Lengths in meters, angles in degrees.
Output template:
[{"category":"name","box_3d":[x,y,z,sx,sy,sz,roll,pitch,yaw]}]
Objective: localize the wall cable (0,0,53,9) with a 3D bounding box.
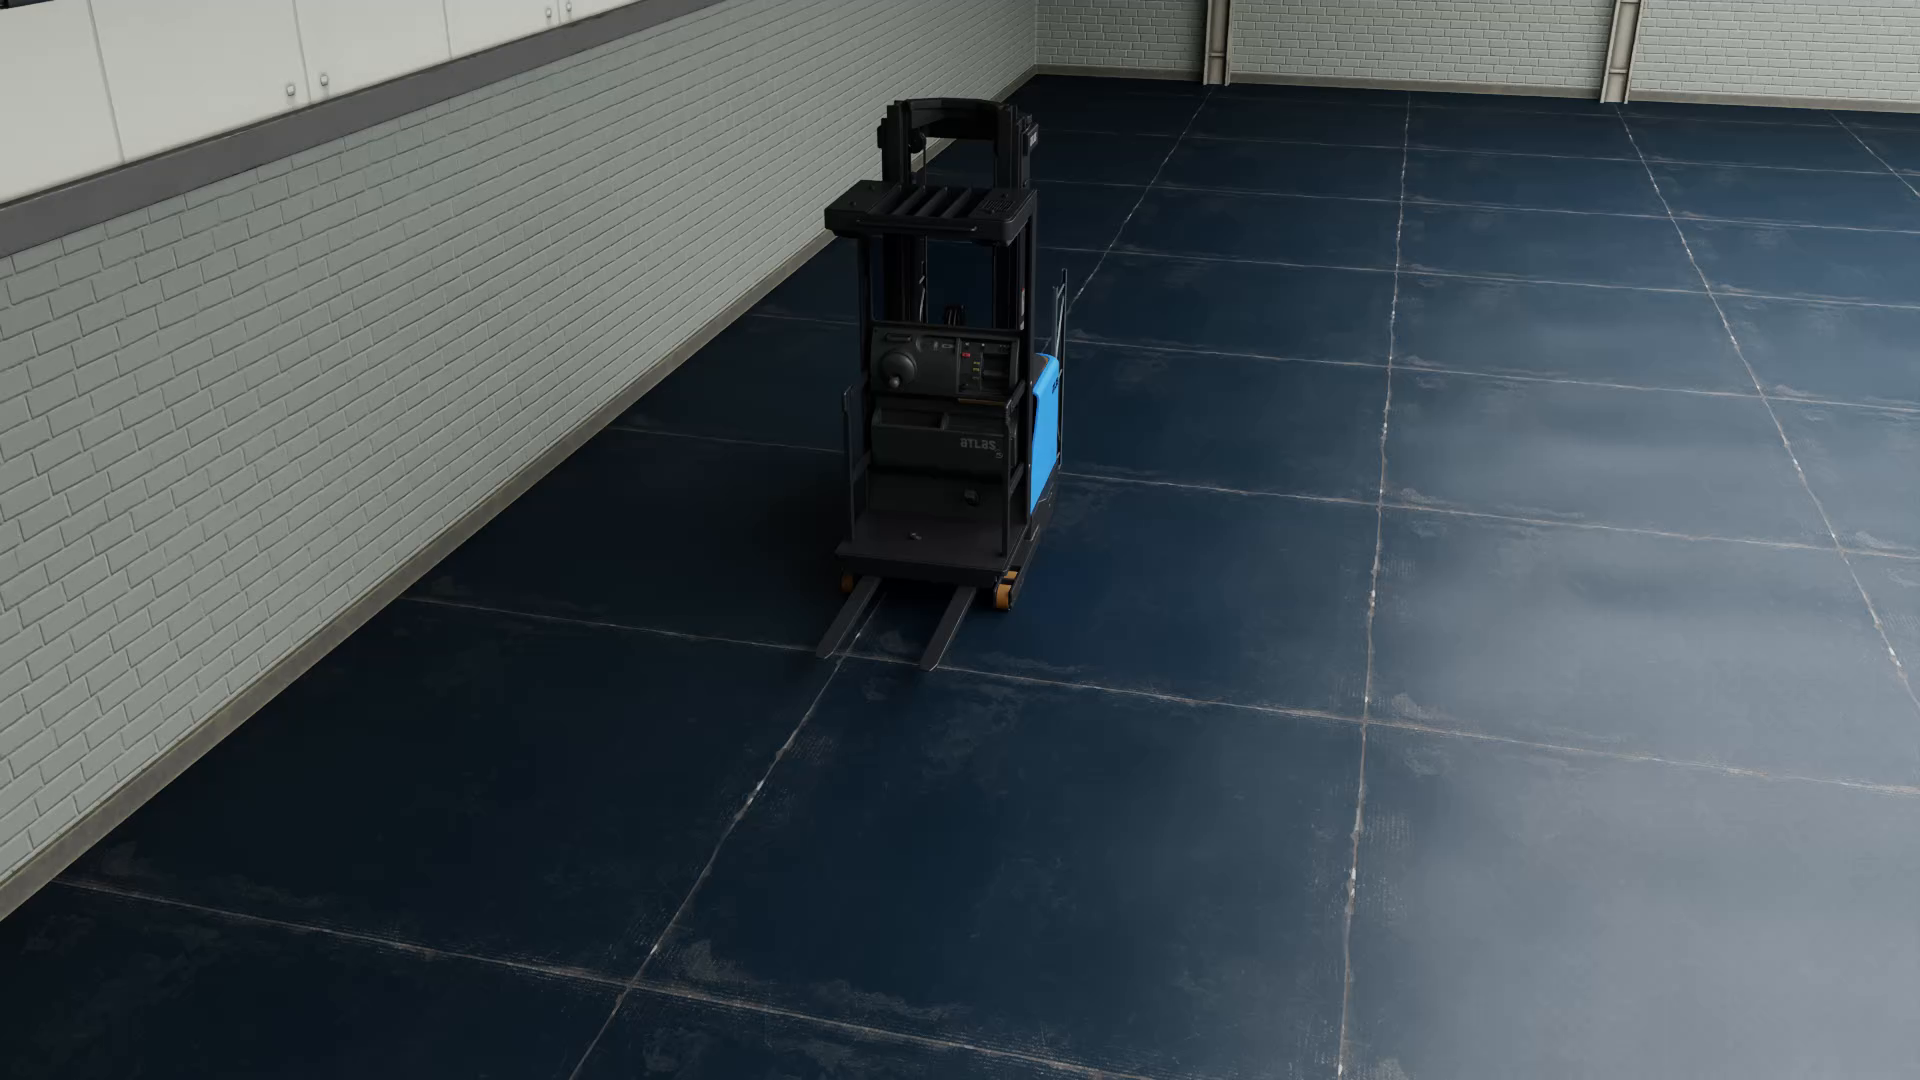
[{"category":"wall cable","box_3d":[-3.889,-4.607,6.503,0.169,6.003,2.305,6,26,13]}]

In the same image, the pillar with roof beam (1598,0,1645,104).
[{"category":"pillar with roof beam","box_3d":[8.839,-8.935,19.548,0.400,9.000,9.100,6,26,13]}]

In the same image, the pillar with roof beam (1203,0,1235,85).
[{"category":"pillar with roof beam","box_3d":[3.028,-9.577,20.898,0.400,9.000,9.100,6,26,13]}]

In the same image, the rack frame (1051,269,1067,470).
[{"category":"rack frame","box_3d":[0.695,-1.144,11.905,0.032,1.500,0.500,5,25,10]}]

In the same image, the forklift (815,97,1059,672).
[{"category":"forklift","box_3d":[-0.142,-1.063,10.073,1.130,2.935,3.031,6,26,12]}]

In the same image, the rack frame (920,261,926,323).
[{"category":"rack frame","box_3d":[-0.302,-1.229,12.083,0.032,1.500,0.500,5,25,10]}]

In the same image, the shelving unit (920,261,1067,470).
[{"category":"shelving unit","box_3d":[0.197,-1.187,11.994,1.048,1.500,0.538,5,25,10]}]
